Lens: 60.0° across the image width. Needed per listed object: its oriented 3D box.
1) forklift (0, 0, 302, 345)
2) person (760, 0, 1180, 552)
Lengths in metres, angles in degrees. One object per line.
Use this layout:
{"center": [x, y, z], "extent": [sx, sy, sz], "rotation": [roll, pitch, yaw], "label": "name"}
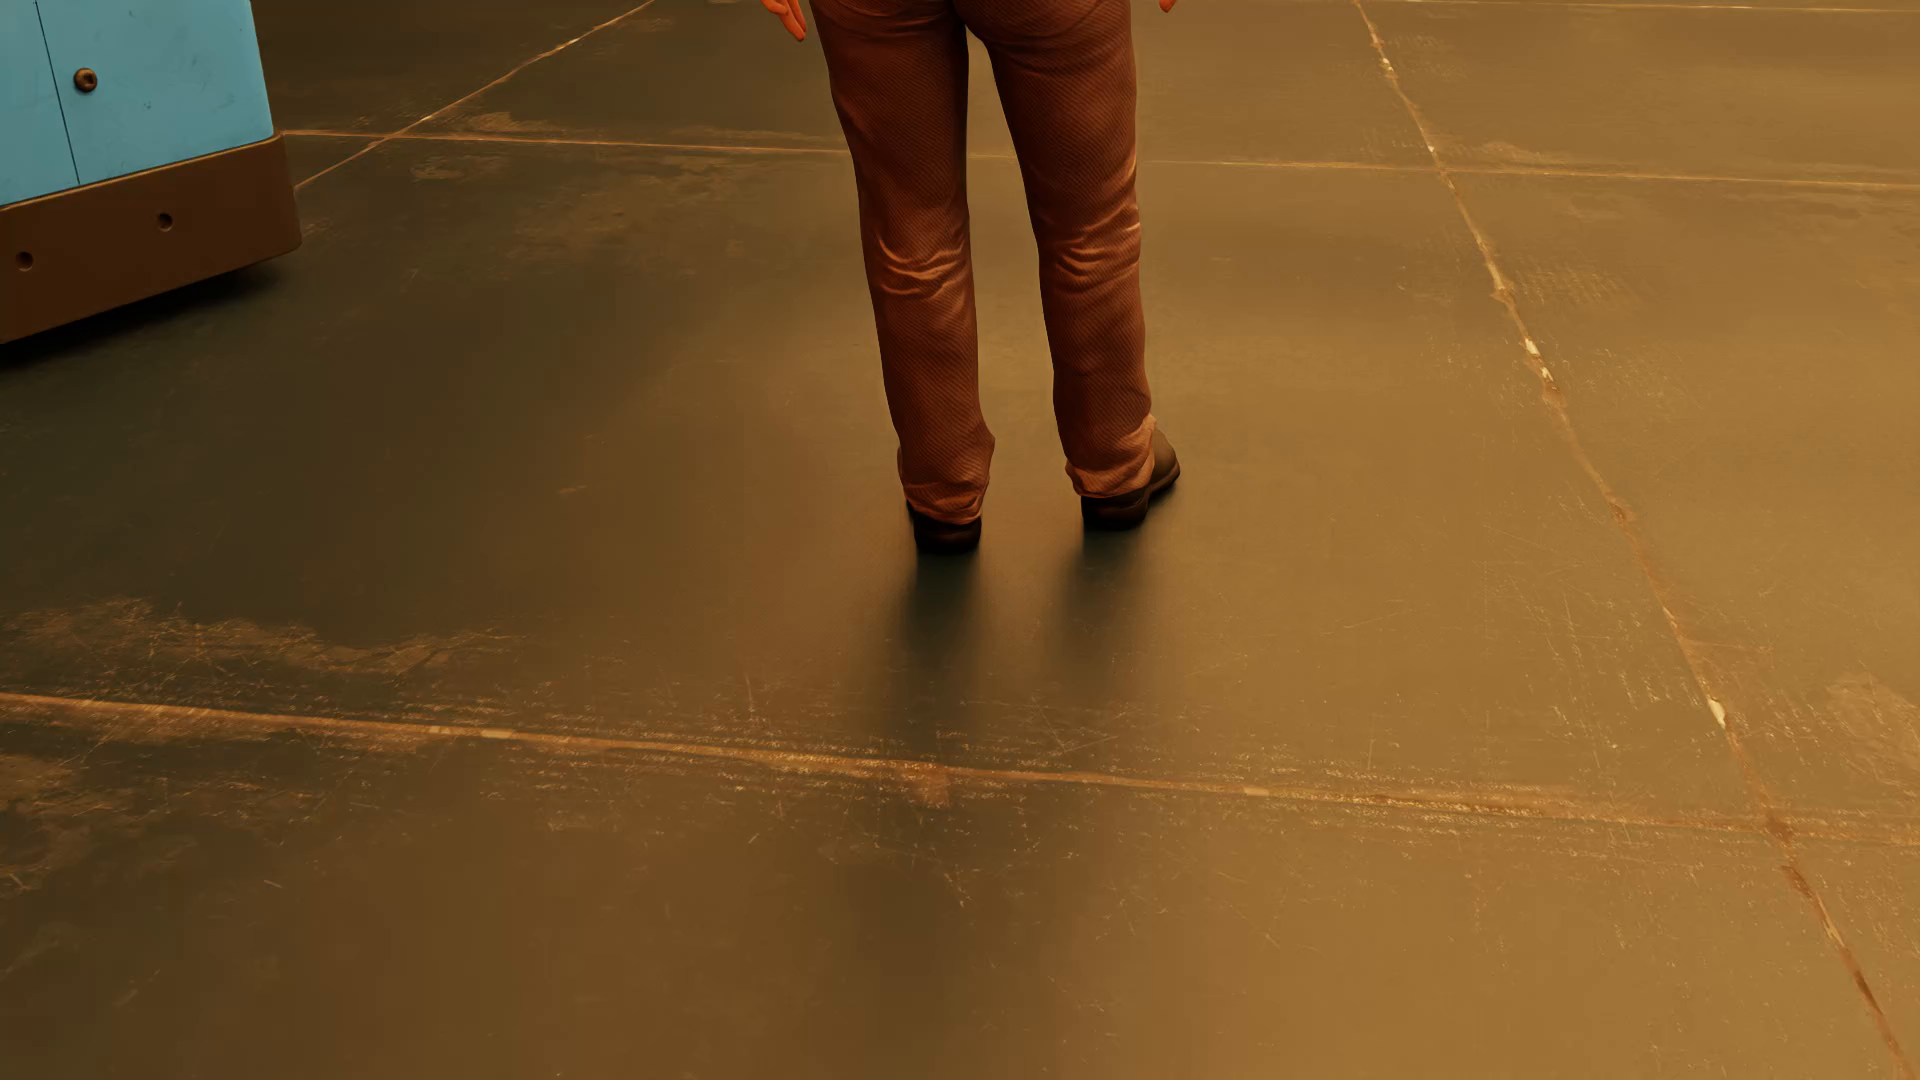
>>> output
{"center": [-2.977, -2.022, 3.269], "extent": [3.031, 2.935, 1.130], "rotation": [14, 30, 26], "label": "forklift"}
{"center": [0.017, -0.803, 2.166], "extent": [0.632, 1.720, 0.568], "rotation": [3, 27, 7], "label": "person"}
